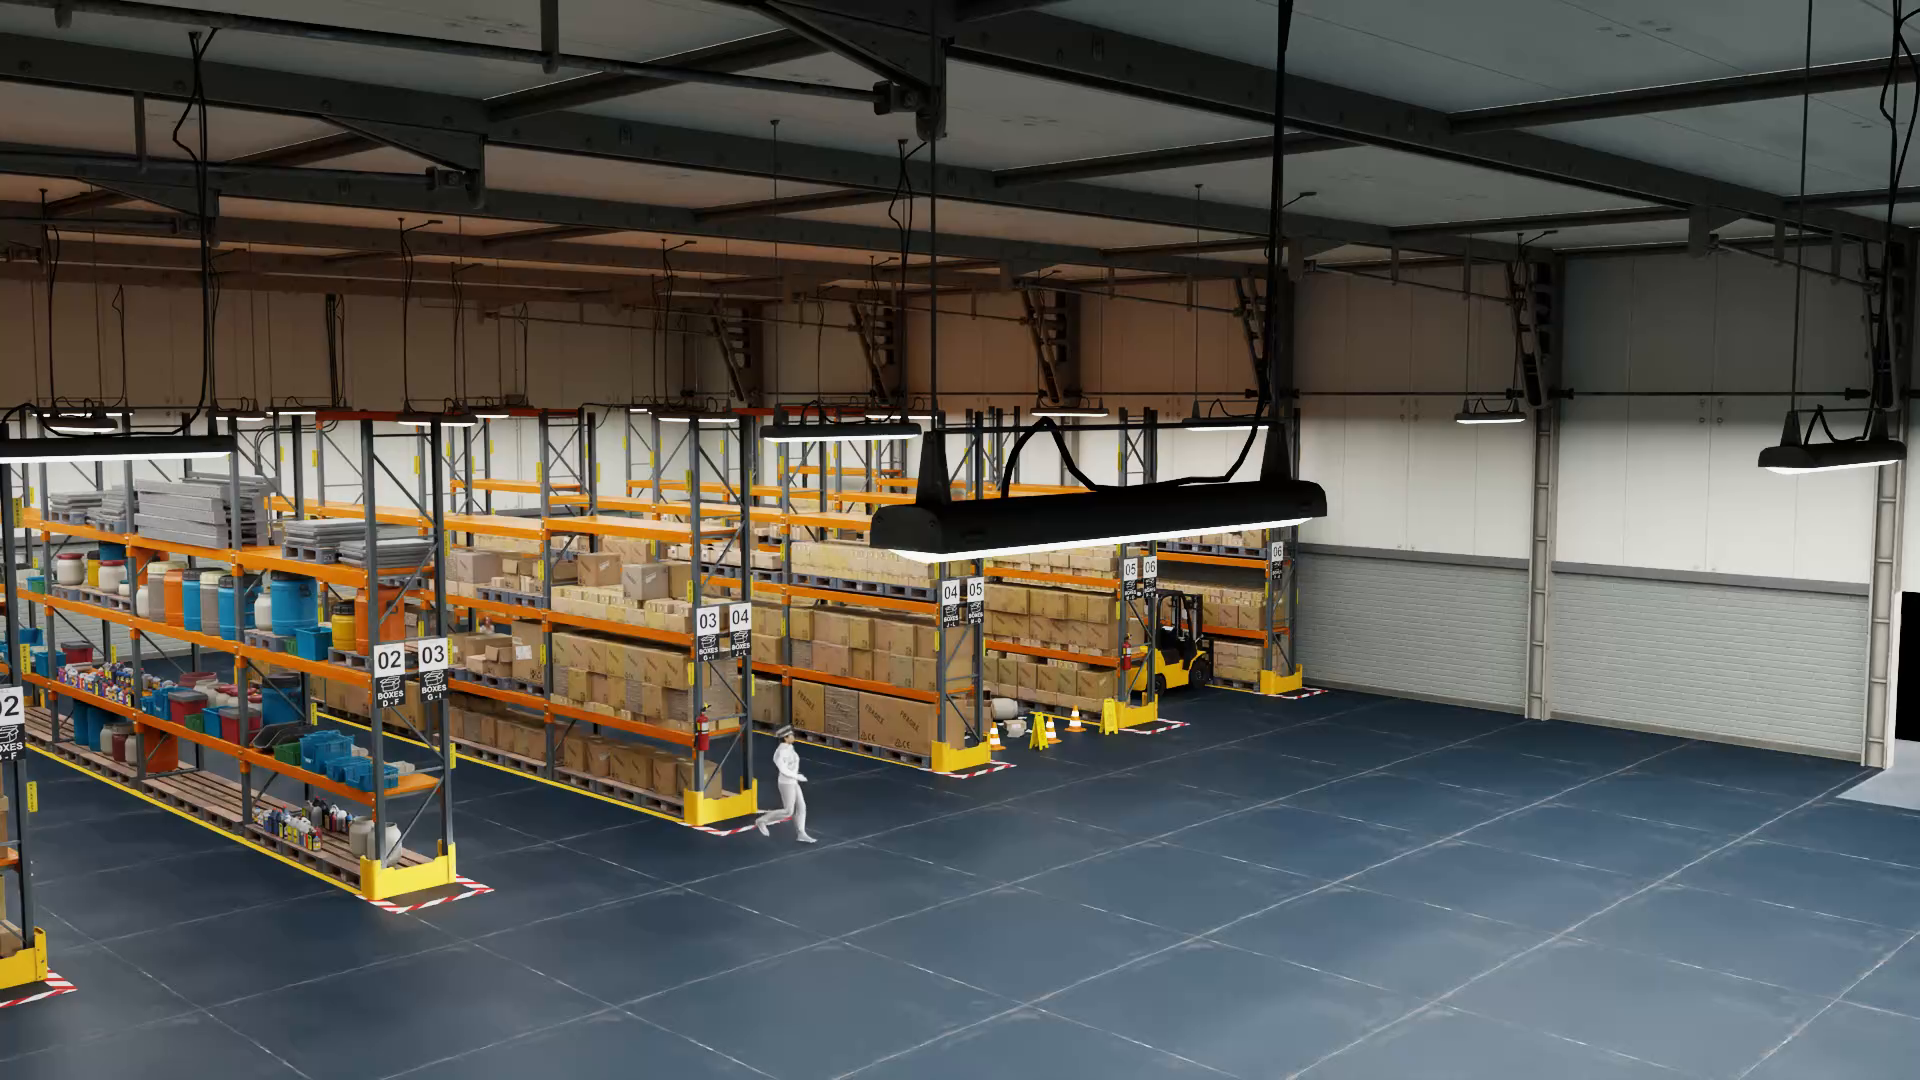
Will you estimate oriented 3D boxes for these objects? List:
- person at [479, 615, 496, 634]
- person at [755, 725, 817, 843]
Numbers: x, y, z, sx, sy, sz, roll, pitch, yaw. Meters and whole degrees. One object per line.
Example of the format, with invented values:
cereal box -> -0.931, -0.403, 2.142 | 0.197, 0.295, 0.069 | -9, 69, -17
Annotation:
person -> -10.116, 2.397, 35.524 | 0.550, 1.601, 0.871 | -5, 7, -43
person -> -2.453, 3.435, 23.400 | 0.861, 1.686, 0.642 | 0, 5, -3
